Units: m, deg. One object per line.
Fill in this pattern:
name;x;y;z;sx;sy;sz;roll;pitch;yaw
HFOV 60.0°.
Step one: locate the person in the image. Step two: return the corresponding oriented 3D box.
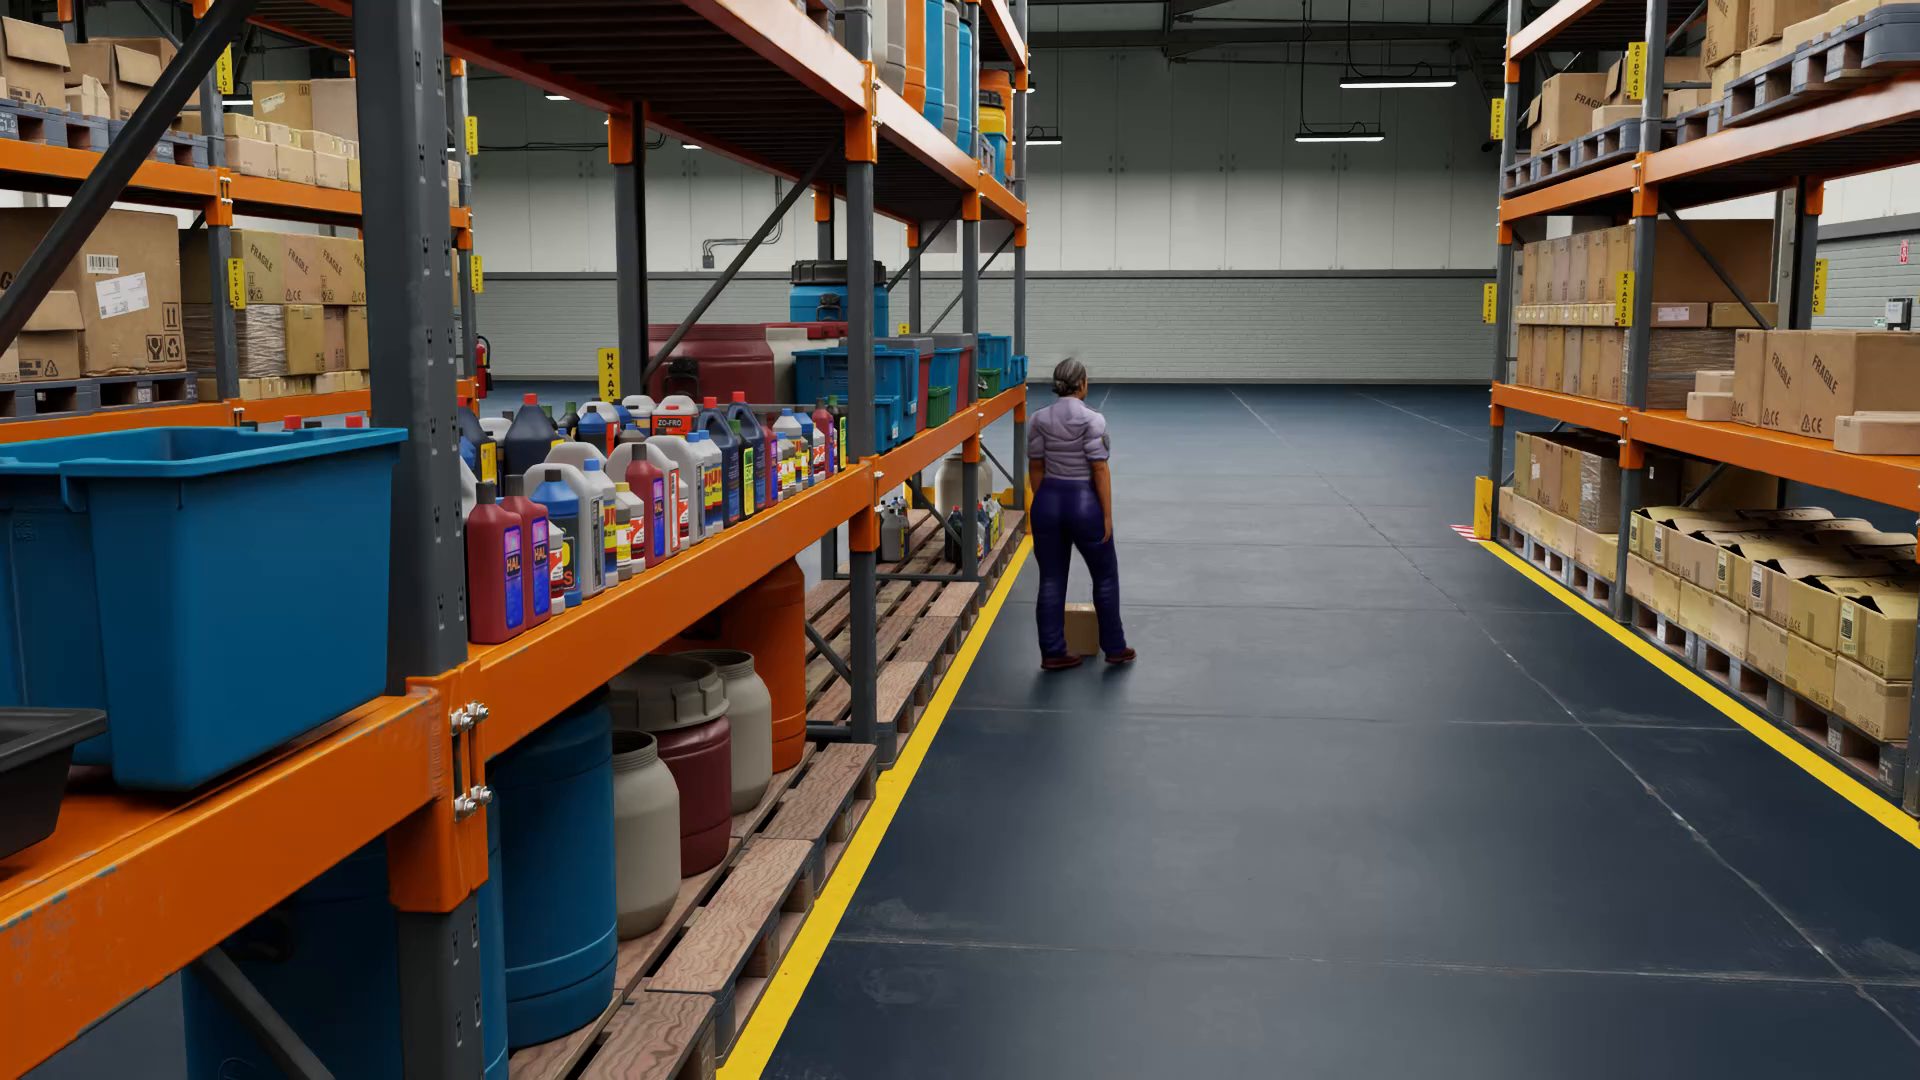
person;0.641;-0.146;8.870;0.489;1.644;0.584;4;9;26
